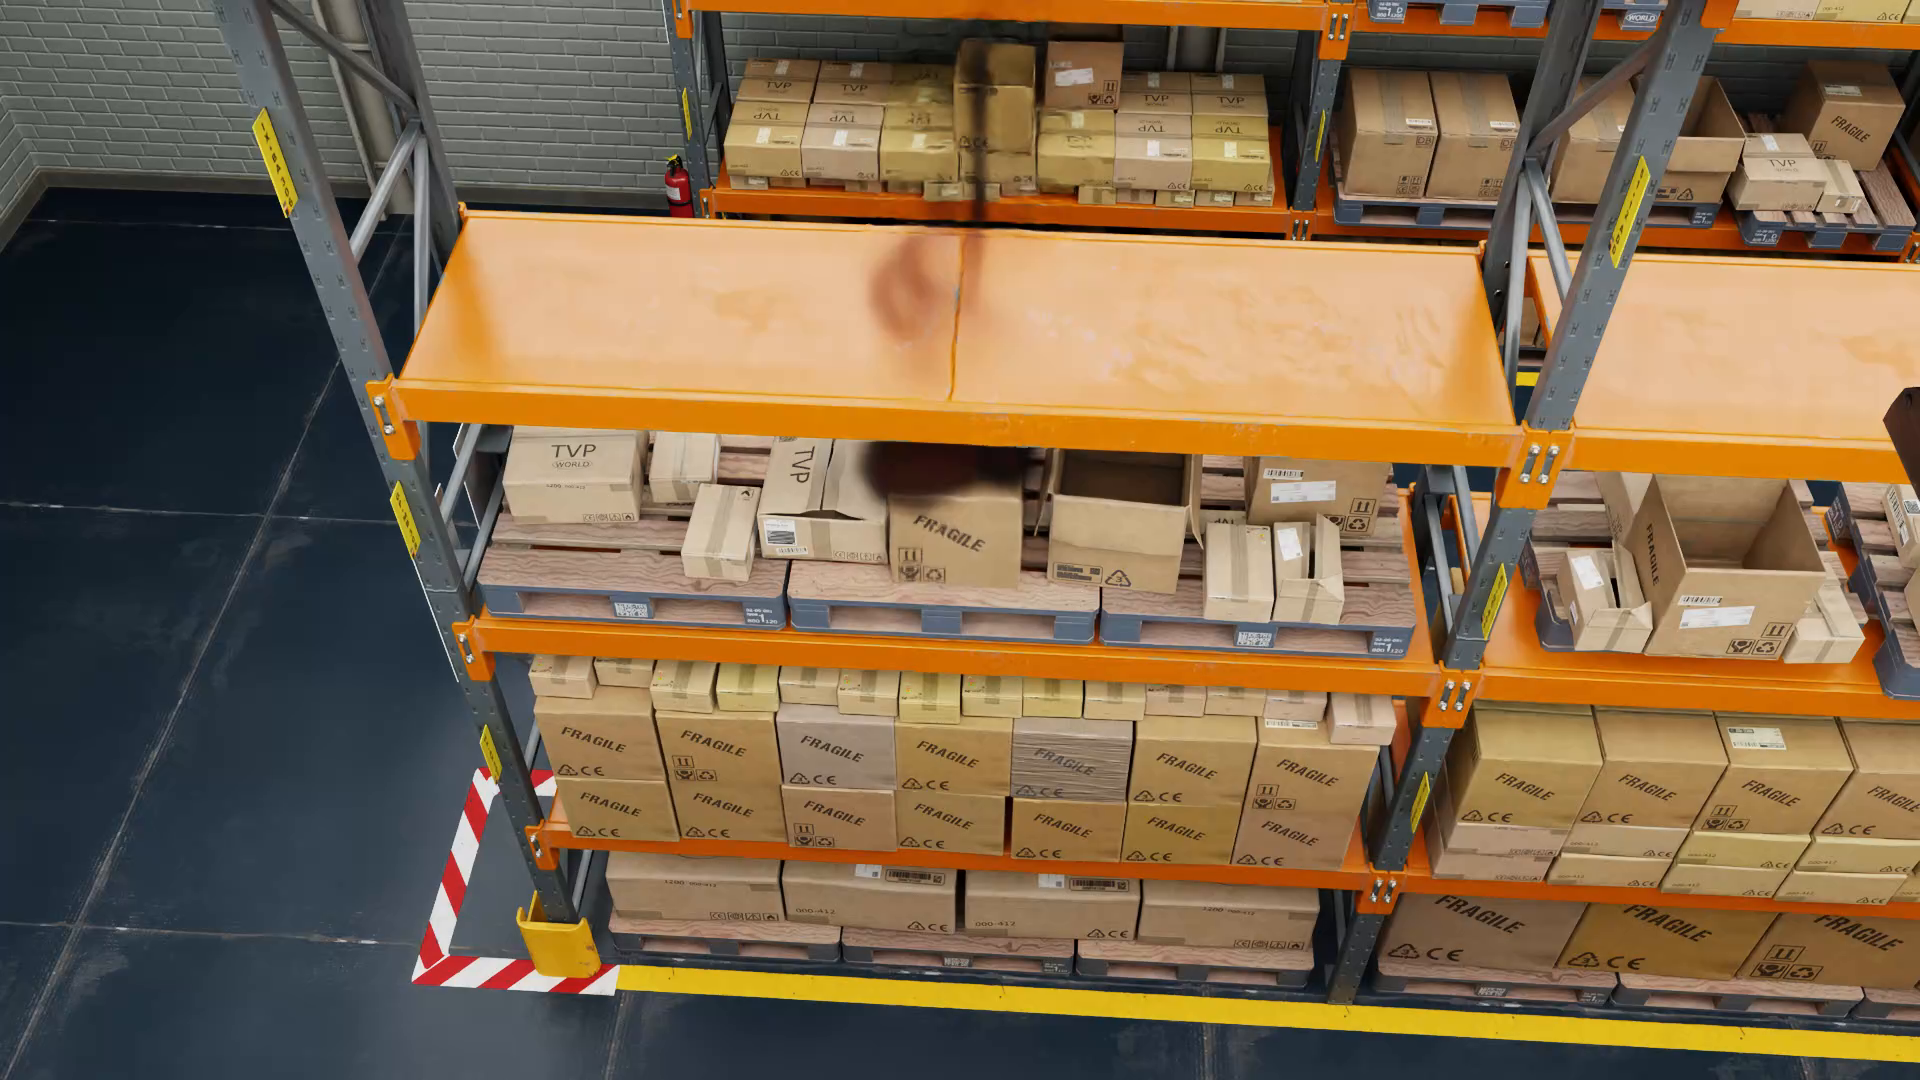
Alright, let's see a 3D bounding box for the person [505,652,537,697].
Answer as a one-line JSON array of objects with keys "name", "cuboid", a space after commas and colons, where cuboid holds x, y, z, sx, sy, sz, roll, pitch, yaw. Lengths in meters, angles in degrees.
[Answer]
[{"name": "person", "cuboid": [-2.336, 0.247, 9.355, 0.727, 1.810, 0.696, -21, 51, -18]}]
